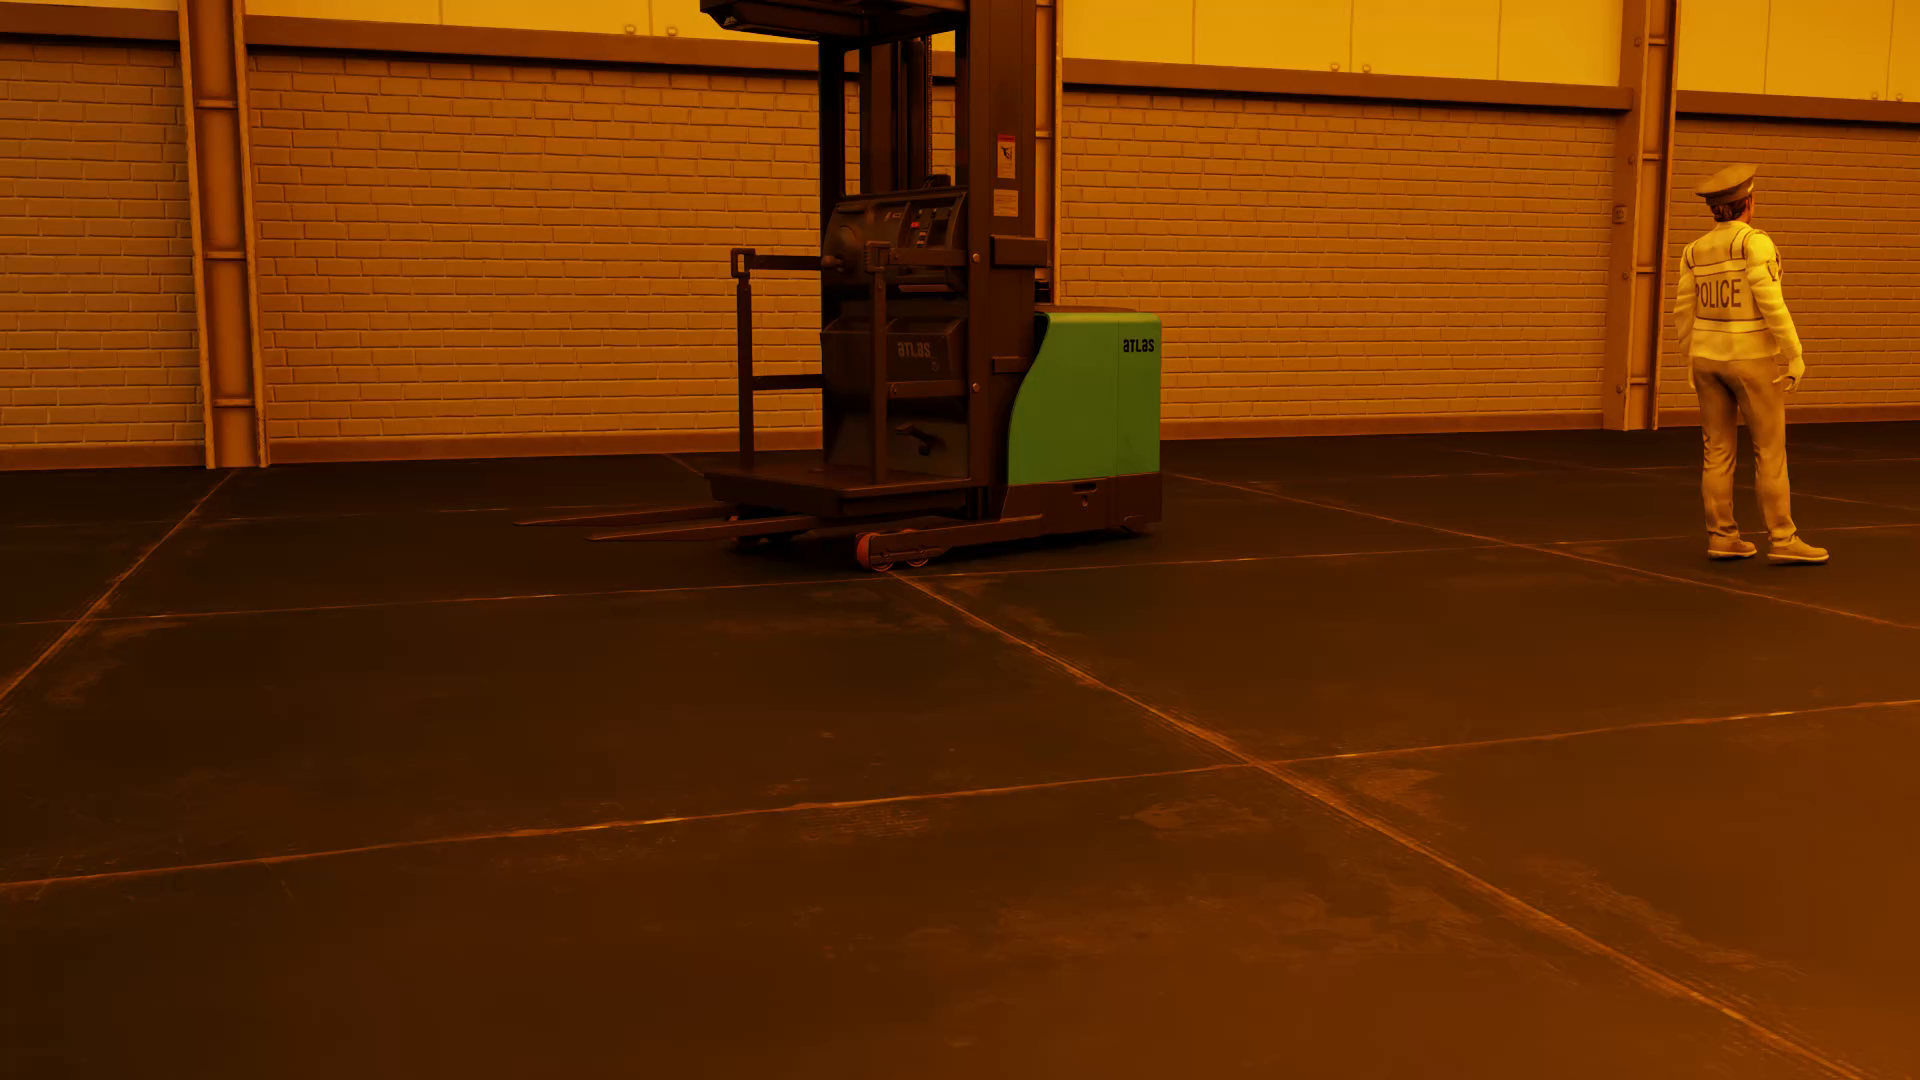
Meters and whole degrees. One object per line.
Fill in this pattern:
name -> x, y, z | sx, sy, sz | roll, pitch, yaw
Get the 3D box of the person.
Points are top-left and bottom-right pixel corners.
person -> 3.406, -0.763, 7.197 | 0.531, 1.695, 0.589 | -4, 9, -25

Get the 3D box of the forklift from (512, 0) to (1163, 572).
forklift -> -0.461, -1.399, 7.333 | 3.031, 2.935, 1.130 | -7, 10, -40
